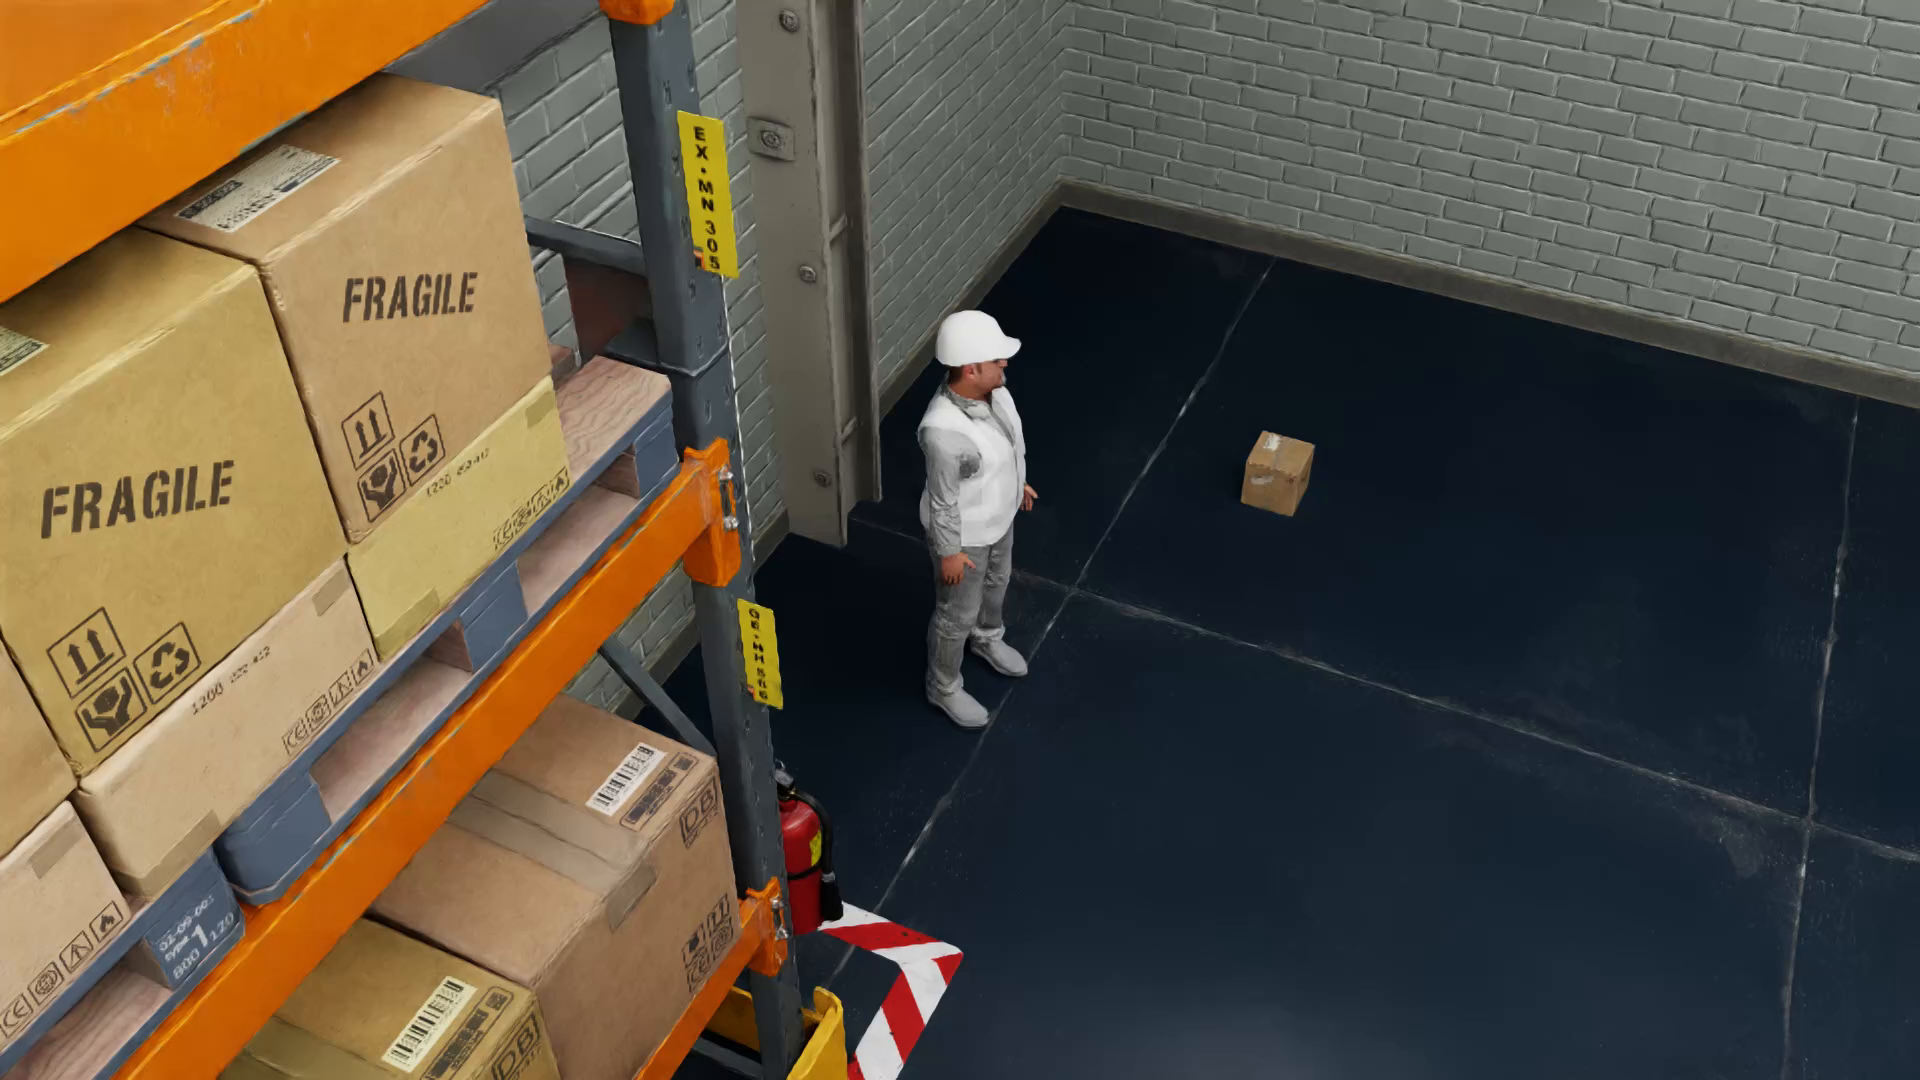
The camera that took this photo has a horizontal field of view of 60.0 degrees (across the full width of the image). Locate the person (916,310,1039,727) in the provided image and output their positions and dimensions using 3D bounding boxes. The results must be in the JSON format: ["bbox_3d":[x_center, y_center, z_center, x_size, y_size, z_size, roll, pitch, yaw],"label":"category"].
[{"bbox_3d":[0.058,-0.091,6.206,0.393,1.781,0.571,15,44,16],"label":"person"}]
